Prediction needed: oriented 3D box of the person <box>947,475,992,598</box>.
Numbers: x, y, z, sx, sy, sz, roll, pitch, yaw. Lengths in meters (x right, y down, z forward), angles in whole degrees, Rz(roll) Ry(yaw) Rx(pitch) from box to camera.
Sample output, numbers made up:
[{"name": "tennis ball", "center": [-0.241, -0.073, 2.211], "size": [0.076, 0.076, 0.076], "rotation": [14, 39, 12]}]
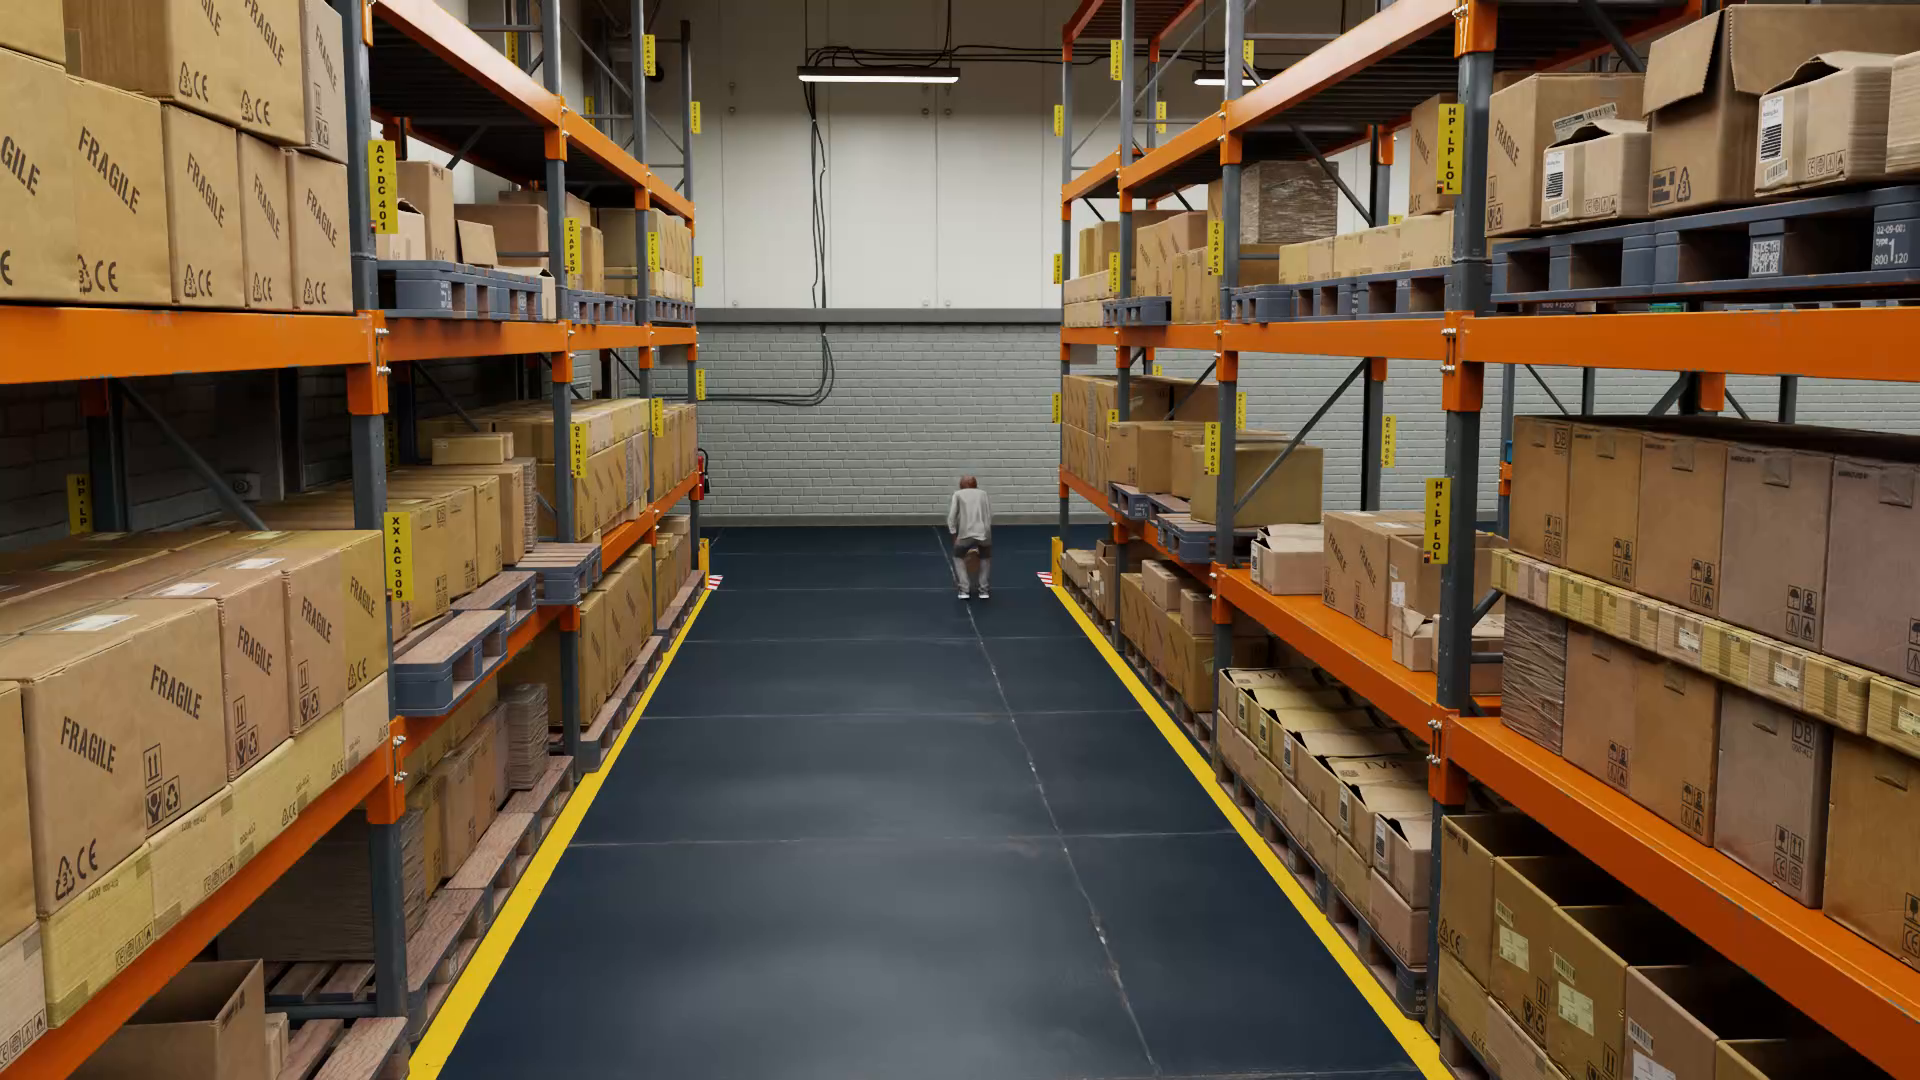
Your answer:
[{"name": "person", "center": [0.106, -0.026, 17.353], "size": [0.463, 1.272, 0.671], "rotation": [0, 7, -4]}]
